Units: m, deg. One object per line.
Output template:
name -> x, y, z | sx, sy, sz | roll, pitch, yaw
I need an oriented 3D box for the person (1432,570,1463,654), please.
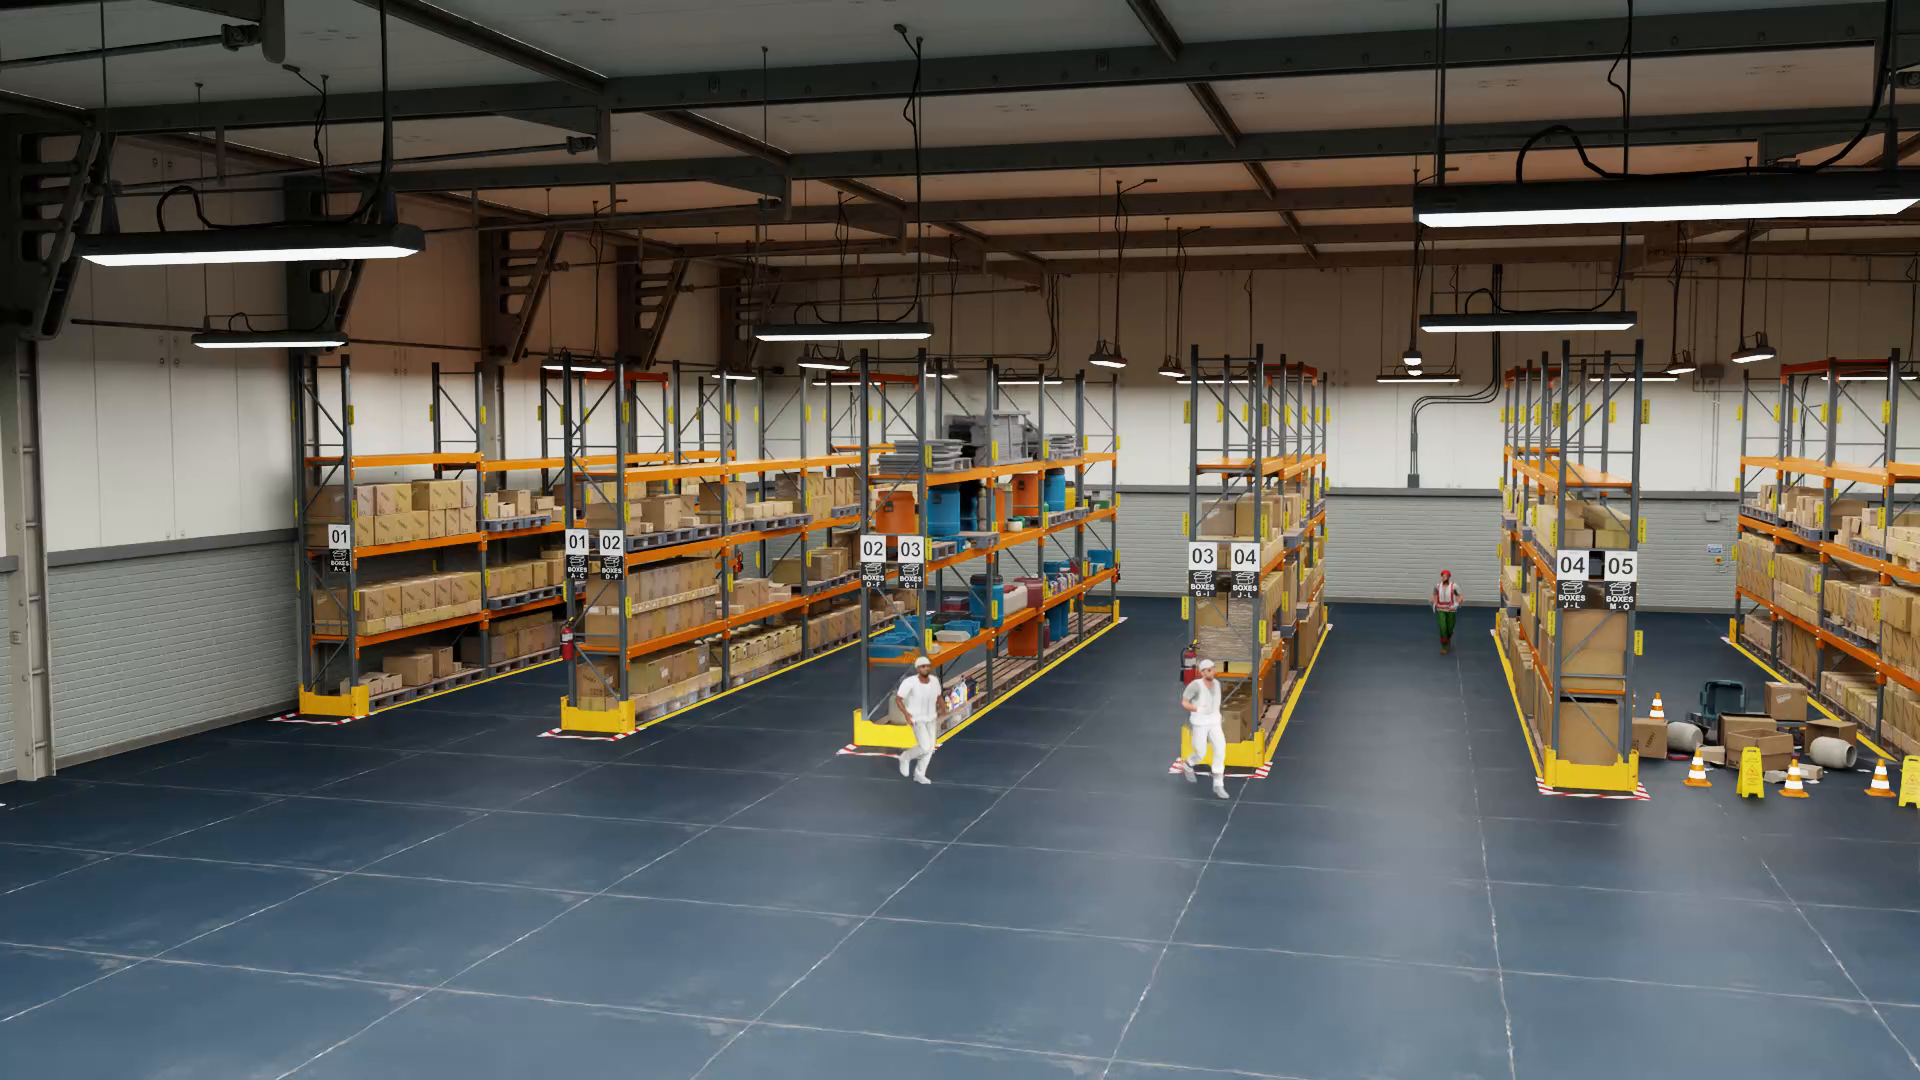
person -> 10.258, 1.505, 35.048 | 0.650, 1.768, 0.722 | 2, 5, 25

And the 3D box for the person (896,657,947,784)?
person -> -0.500, 2.445, 22.660 | 0.687, 1.732, 0.618 | -3, 5, -37

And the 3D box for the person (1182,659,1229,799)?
person -> 3.241, 2.459, 22.046 | 0.690, 1.787, 0.952 | -2, 5, -24
